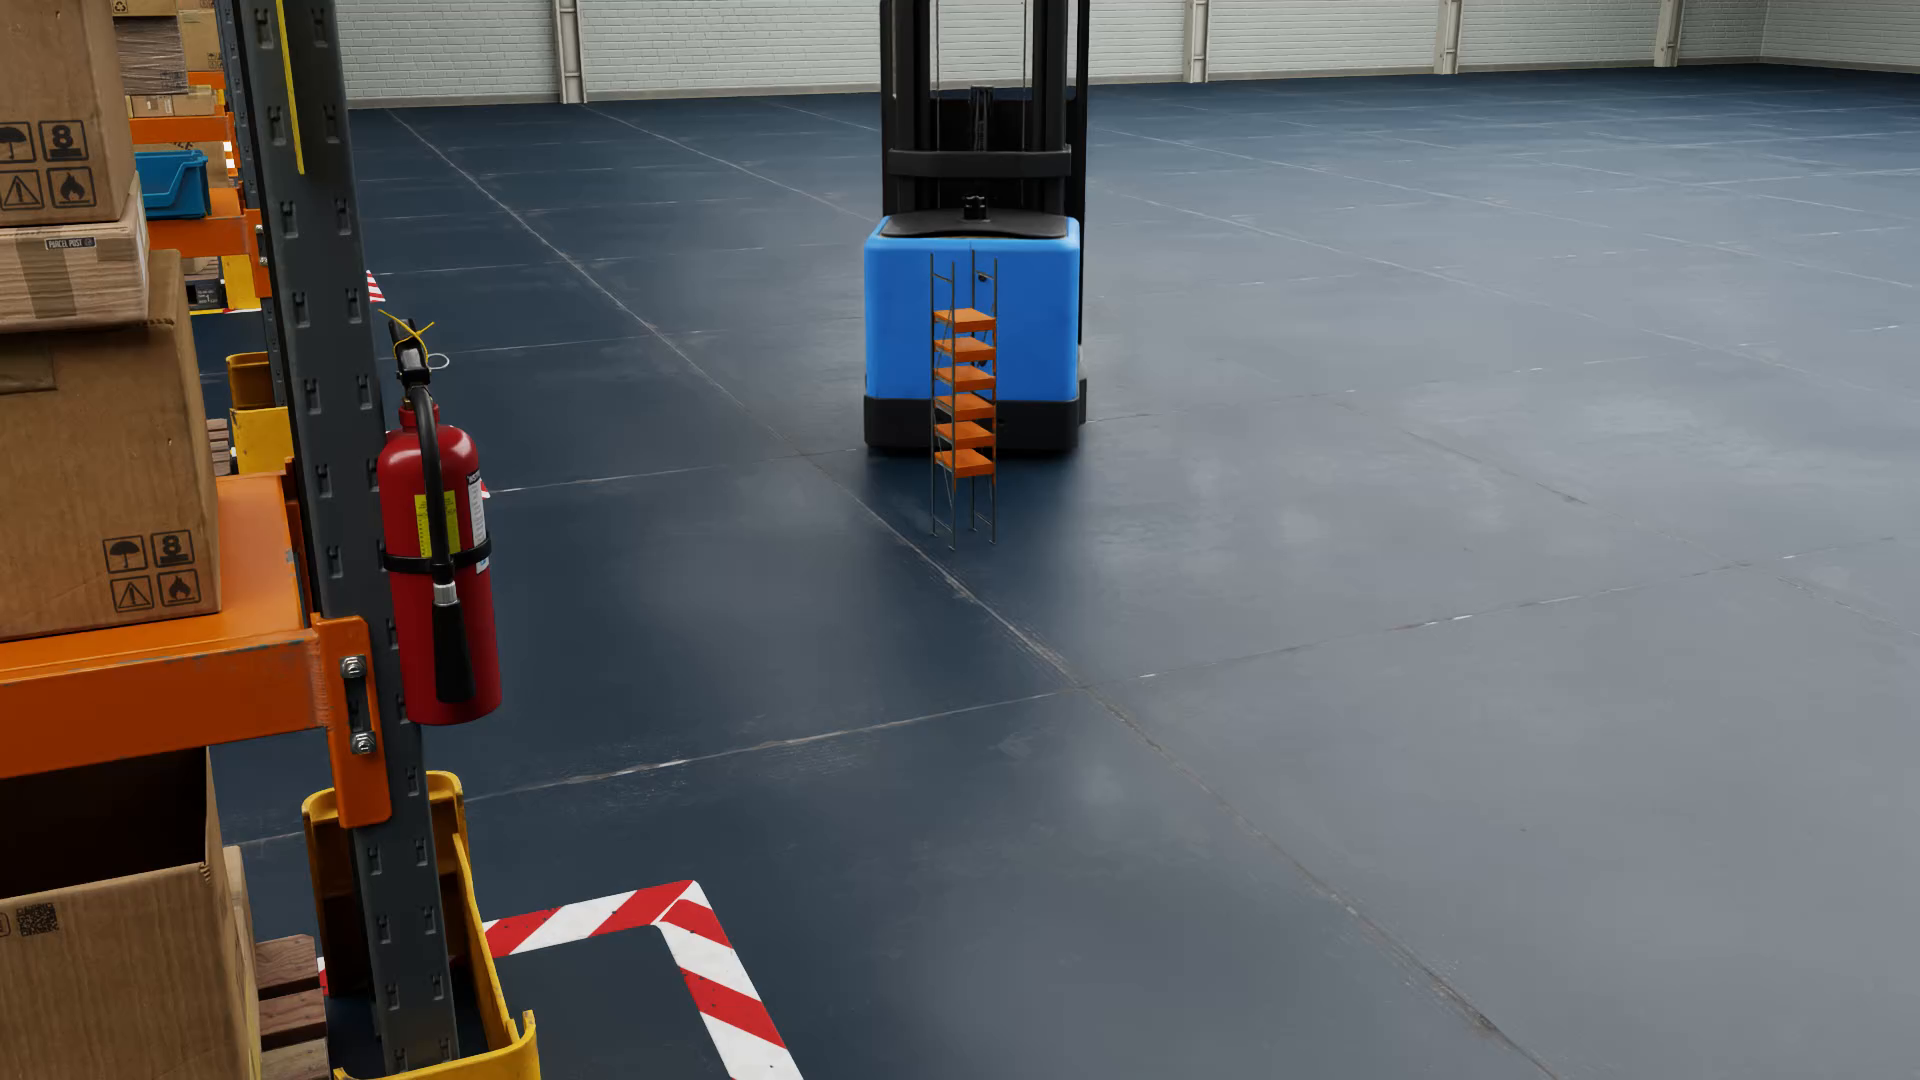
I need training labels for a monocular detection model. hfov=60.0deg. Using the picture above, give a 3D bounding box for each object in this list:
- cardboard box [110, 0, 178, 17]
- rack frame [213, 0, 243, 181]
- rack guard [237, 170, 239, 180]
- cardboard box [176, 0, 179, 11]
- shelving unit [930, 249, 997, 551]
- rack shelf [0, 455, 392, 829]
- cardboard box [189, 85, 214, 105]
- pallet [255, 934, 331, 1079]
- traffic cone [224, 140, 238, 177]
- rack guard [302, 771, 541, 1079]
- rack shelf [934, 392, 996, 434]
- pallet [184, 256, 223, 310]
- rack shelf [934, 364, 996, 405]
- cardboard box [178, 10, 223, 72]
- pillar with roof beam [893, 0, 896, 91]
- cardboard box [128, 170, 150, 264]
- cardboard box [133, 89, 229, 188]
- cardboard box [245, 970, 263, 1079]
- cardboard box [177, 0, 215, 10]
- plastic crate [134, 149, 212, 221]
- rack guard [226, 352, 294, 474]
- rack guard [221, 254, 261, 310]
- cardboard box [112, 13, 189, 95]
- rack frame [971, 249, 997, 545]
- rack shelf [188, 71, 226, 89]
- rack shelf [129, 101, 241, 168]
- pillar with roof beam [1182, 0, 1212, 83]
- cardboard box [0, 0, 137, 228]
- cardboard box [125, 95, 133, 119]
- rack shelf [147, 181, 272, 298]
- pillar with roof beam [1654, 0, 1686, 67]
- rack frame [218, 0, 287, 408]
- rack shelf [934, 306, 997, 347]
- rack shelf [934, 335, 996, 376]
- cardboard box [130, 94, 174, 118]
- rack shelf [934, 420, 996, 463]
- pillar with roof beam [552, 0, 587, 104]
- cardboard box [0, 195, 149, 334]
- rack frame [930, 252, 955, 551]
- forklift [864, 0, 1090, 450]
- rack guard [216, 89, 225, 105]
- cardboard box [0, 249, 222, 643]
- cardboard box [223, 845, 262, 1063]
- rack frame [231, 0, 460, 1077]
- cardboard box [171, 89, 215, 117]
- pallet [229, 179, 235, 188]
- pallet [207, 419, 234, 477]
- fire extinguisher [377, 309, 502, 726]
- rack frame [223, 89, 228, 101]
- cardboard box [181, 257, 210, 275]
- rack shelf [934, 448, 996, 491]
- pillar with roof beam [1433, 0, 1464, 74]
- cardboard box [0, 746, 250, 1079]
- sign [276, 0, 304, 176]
[{"bbox_3d":[-5.486,-3.730,10.995,0.500,0.500,0.500,-8,21,-22],"label":"cardboard box"},{"bbox_3d":[-5.079,-3.219,11.647,0.127,3.000,1.000,-8,21,-22],"label":"rack frame"},{"bbox_3d":[-6.929,-3.569,16.404,0.348,0.500,1.175,-8,21,-22],"label":"rack guard"},{"bbox_3d":[-5.692,-3.888,11.445,0.500,0.500,0.500,-8,21,-22],"label":"cardboard box"},{"bbox_3d":[0.013,-0.568,6.828,0.189,1.200,0.258,-8,21,-22],"label":"shelving unit"},{"bbox_3d":[-2.995,0.405,2.438,4.000,0.370,1.077,-8,21,-22],"label":"rack shelf"},{"bbox_3d":[-5.435,-3.135,11.788,0.250,0.149,0.380,-8,21,-22],"label":"cardboard box"},{"bbox_3d":[-1.844,1.231,3.207,1.213,0.211,1.003,-8,21,-22],"label":"pallet"},{"bbox_3d":[-8.136,-4.300,18.539,0.334,0.463,0.336,-8,21,-22],"label":"traffic cone"},{"bbox_3d":[-1.136,0.979,3.490,0.348,0.500,1.175,-8,21,-22],"label":"rack guard"},{"bbox_3d":[0.013,-0.526,6.843,0.180,0.103,0.258,-8,21,-22],"label":"rack shelf"},{"bbox_3d":[-5.909,-1.797,11.809,1.213,0.211,1.003,-8,21,-22],"label":"pallet"},{"bbox_3d":[0.013,-0.639,6.803,0.180,0.103,0.258,-8,21,-22],"label":"rack shelf"},{"bbox_3d":[-7.273,-4.753,15.777,0.550,0.550,0.875,-8,21,-22],"label":"cardboard box"},{"bbox_3d":[0.754,-11.033,24.806,0.400,9.000,9.100,-8,21,-22],"label":"pillar with roof beam"},{"bbox_3d":[-1.604,-0.564,2.981,0.250,0.149,0.380,-8,21,-22],"label":"cardboard box"},{"bbox_3d":[-7.547,-3.831,15.953,0.875,0.875,0.875,-8,21,-22],"label":"cardboard box"},{"bbox_3d":[-1.534,1.062,2.996,0.500,0.250,0.500,-8,21,-22],"label":"cardboard box"},{"bbox_3d":[-7.307,-5.288,15.671,0.550,0.550,0.875,-8,21,-22],"label":"cardboard box"},{"bbox_3d":[-3.458,-1.481,6.936,0.616,0.251,0.499,-8,21,-22],"label":"plastic crate"},{"bbox_3d":[-3.168,-0.505,7.703,0.348,0.500,1.175,-8,21,-22],"label":"rack guard"},{"bbox_3d":[-5.149,-2.030,12.033,0.348,0.500,1.175,-8,21,-22],"label":"rack guard"},{"bbox_3d":[-5.595,-3.342,11.399,0.500,0.500,0.875,-8,21,-22],"label":"cardboard box"},{"bbox_3d":[0.097,-0.580,6.862,0.006,1.200,0.240,-8,21,-22],"label":"rack frame"},{"bbox_3d":[-8.787,-4.142,15.352,4.000,0.370,1.077,-8,21,-22],"label":"rack shelf"},{"bbox_3d":[-6.915,-2.616,11.019,4.000,0.370,1.077,-8,21,-22],"label":"rack shelf"},{"bbox_3d":[6.263,-11.822,27.048,0.400,9.000,9.100,-8,21,-22],"label":"pillar with roof beam"},{"bbox_3d":[-1.641,-0.792,2.650,0.500,0.500,0.700,-8,21,-22],"label":"cardboard box"},{"bbox_3d":[-5.698,-2.918,11.172,0.250,0.149,0.380,-8,21,-22],"label":"cardboard box"},{"bbox_3d":[-4.953,-1.106,6.729,4.000,0.370,1.077,-8,21,-22],"label":"rack shelf"},{"bbox_3d":[17.281,-13.401,31.531,0.400,9.000,9.100,-8,21,-22],"label":"pillar with roof beam"},{"bbox_3d":[-3.117,-1.708,7.357,0.127,3.000,1.000,-8,21,-22],"label":"rack frame"},{"bbox_3d":[0.013,-0.866,6.723,0.180,0.103,0.258,-8,21,-22],"label":"rack shelf"},{"bbox_3d":[0.013,-0.752,6.763,0.180,0.103,0.258,-8,21,-22],"label":"rack shelf"},{"bbox_3d":[-5.489,-2.967,11.310,0.250,0.149,0.380,-8,21,-22],"label":"cardboard box"},{"bbox_3d":[0.013,-0.413,6.883,0.180,0.103,0.258,-8,21,-22],"label":"rack shelf"},{"bbox_3d":[-4.756,-10.243,22.565,0.400,9.000,9.100,-8,21,-22],"label":"pillar with roof beam"},{"bbox_3d":[-1.434,-0.442,2.633,0.250,0.149,0.380,-9,21,-23],"label":"cardboard box"},{"bbox_3d":[-0.071,-0.556,6.794,0.006,1.200,0.240,-8,21,-22],"label":"rack frame"},{"bbox_3d":[0.144,-2.260,9.028,1.130,2.935,3.031,1,19,3],"label":"forklift"},{"bbox_3d":[-10.952,-6.578,24.951,0.348,0.500,1.175,-8,21,-22],"label":"rack guard"},{"bbox_3d":[-1.592,-0.187,2.886,0.500,0.500,0.700,-8,21,-22],"label":"cardboard box"},{"bbox_3d":[-1.739,0.904,3.445,0.500,0.250,0.500,-8,21,-22],"label":"cardboard box"},{"bbox_3d":[-1.158,-0.197,3.066,0.127,3.000,1.000,-8,21,-22],"label":"rack frame"},{"bbox_3d":[-5.259,-3.000,11.403,0.250,0.149,0.380,-8,21,-22],"label":"cardboard box"},{"bbox_3d":[-7.654,-3.300,16.077,1.213,0.211,1.003,-8,21,-22],"label":"pallet"},{"bbox_3d":[-3.916,-0.263,7.452,1.213,0.211,1.003,-8,21,-22],"label":"pallet"},{"bbox_3d":[-0.866,-0.035,2.720,0.183,0.674,0.296,-8,21,-22],"label":"fire extinguisher"},{"bbox_3d":[-9.004,-6.241,20.230,0.127,3.000,1.000,-8,21,-22],"label":"rack frame"},{"bbox_3d":[-5.659,-2.161,11.773,0.500,0.500,0.500,-4,20,-12],"label":"cardboard box"},{"bbox_3d":[0.013,-0.300,6.923,0.180,0.103,0.258,-8,21,-22],"label":"rack shelf"},{"bbox_3d":[11.772,-12.611,29.290,0.400,9.000,9.100,-8,21,-22],"label":"pillar with roof beam"},{"bbox_3d":[-1.533,0.709,2.870,0.500,0.500,0.500,-8,21,-22],"label":"cardboard box"},{"bbox_3d":[-0.956,-0.688,2.359,0.005,0.325,0.100,-8,21,-22],"label":"sign"}]
